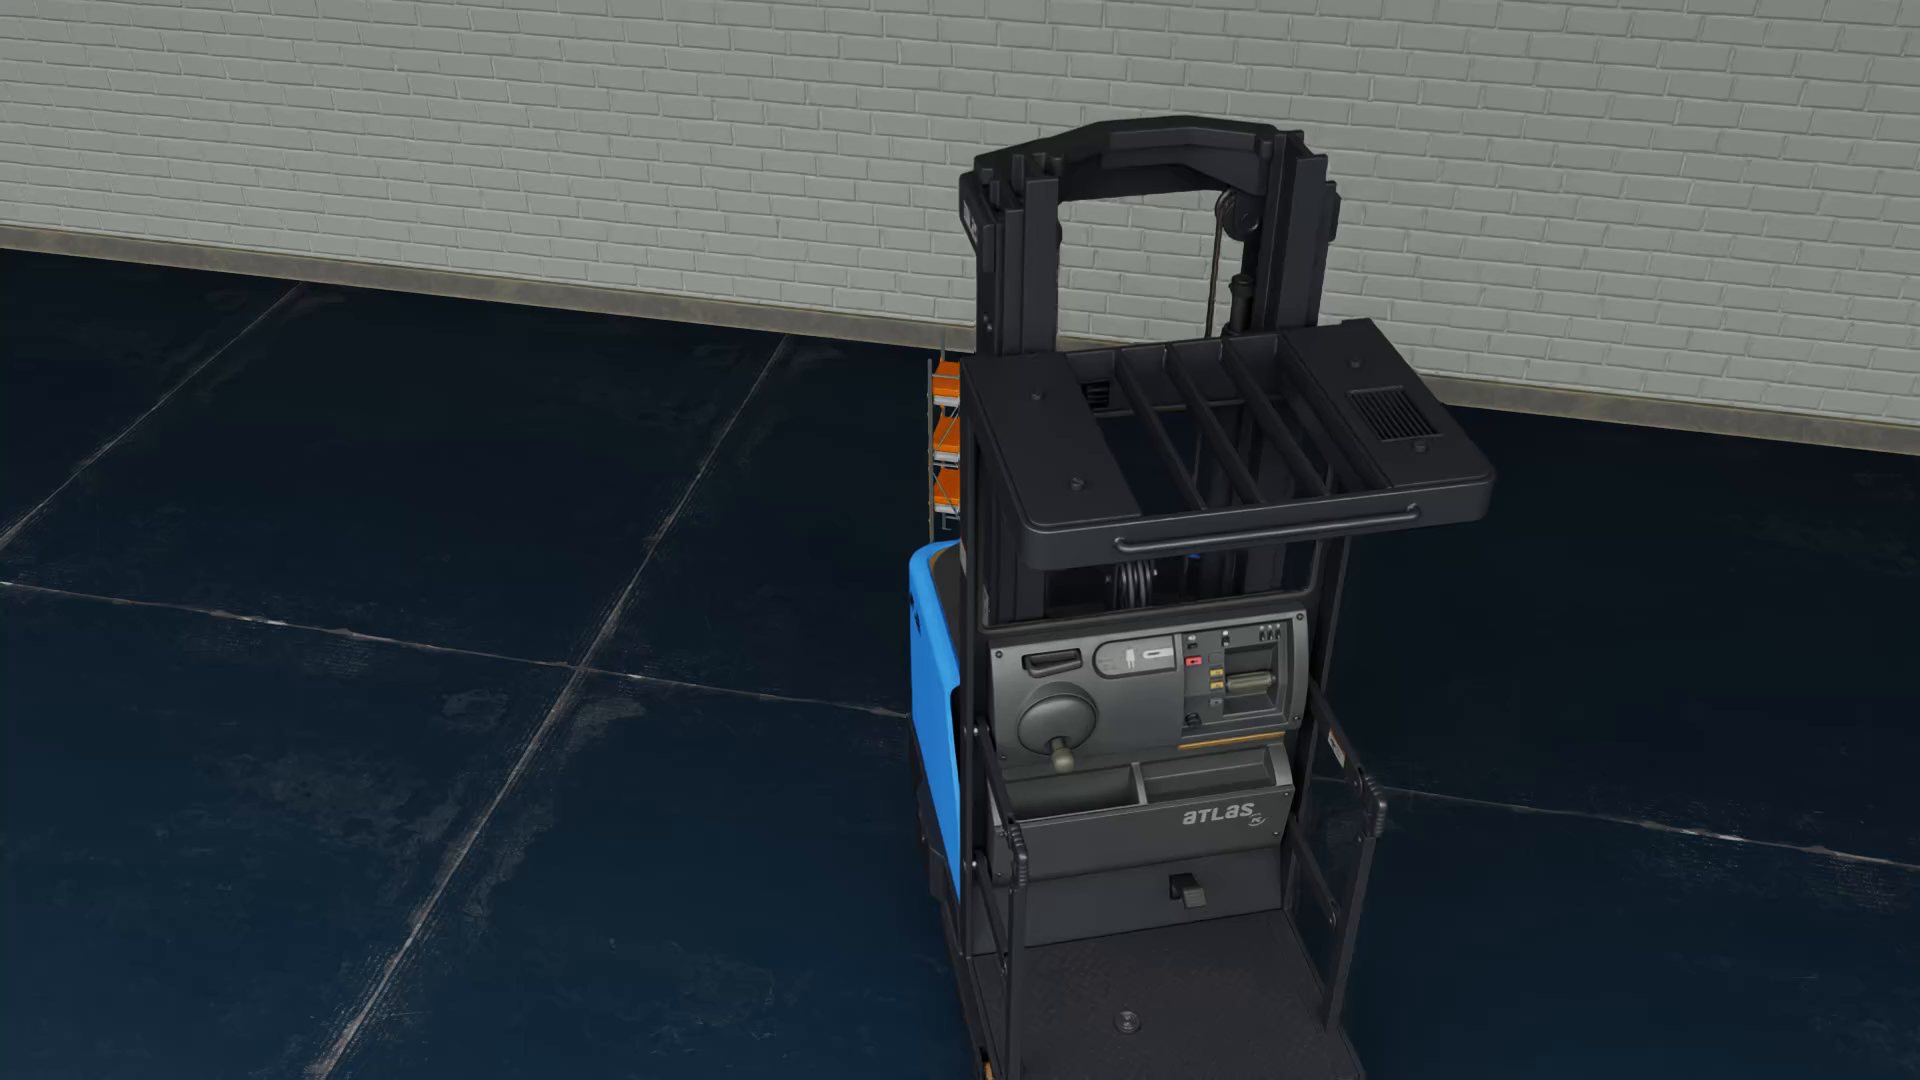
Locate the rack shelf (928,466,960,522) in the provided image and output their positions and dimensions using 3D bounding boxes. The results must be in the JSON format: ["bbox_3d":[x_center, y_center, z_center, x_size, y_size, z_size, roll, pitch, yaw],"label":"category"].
[{"bbox_3d":[-0.011,-0.161,7.569,0.215,0.259,0.240,7,37,10],"label":"rack shelf"}]

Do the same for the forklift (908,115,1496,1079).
[{"bbox_3d":[0.589,0.491,4.575,1.130,2.935,3.031,-6,36,-9],"label":"forklift"}]

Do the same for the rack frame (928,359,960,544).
[{"bbox_3d":[-0.038,-0.324,7.303,0.200,1.050,0.008,7,37,10],"label":"rack frame"}]

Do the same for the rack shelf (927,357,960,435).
[{"bbox_3d":[-0.011,-0.616,7.239,0.215,0.259,0.240,7,37,10],"label":"rack shelf"}]

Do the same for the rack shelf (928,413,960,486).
[{"bbox_3d":[-0.011,-0.386,7.406,0.215,0.259,0.240,7,37,10],"label":"rack shelf"}]

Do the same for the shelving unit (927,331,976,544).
[{"bbox_3d":[-0.011,-0.394,7.400,0.215,1.050,0.252,7,37,10],"label":"shelving unit"}]

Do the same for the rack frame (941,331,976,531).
[{"bbox_3d":[0.015,-0.464,7.496,0.200,1.050,0.008,7,37,10],"label":"rack frame"}]
